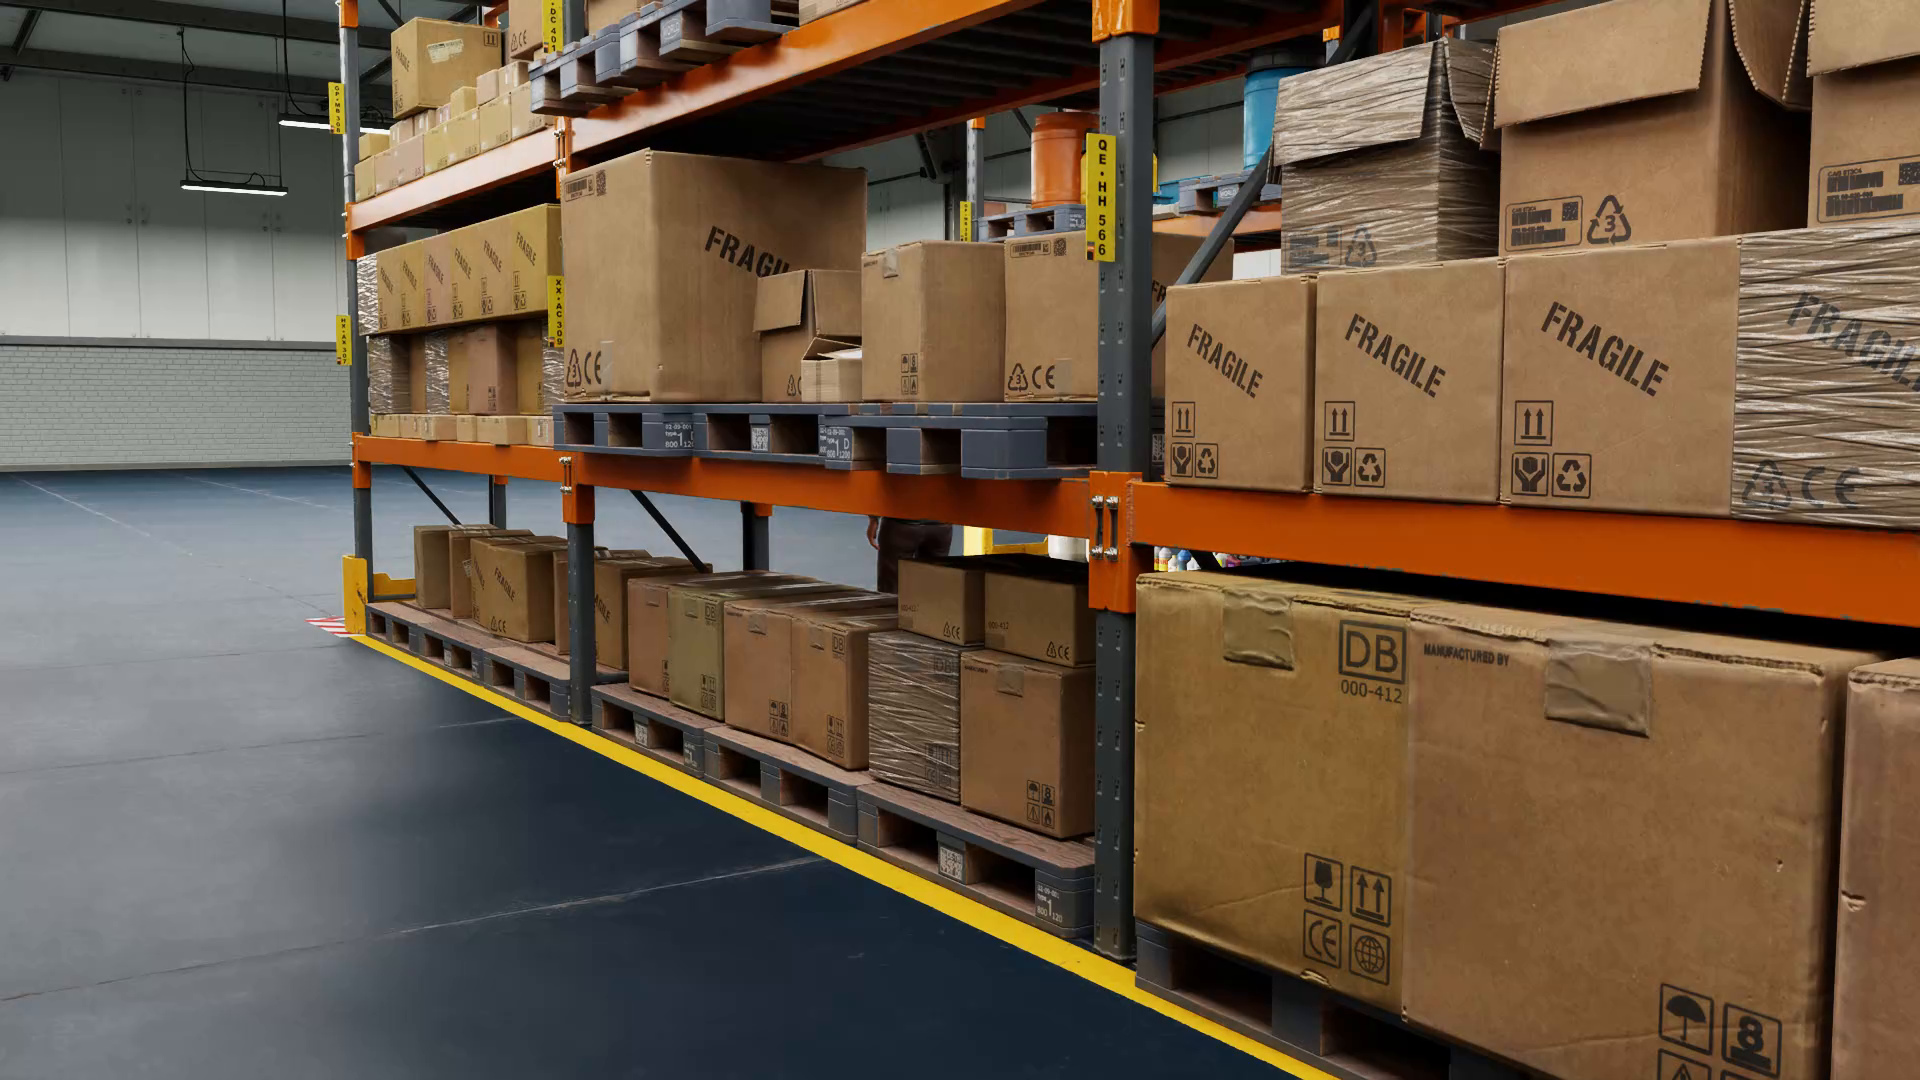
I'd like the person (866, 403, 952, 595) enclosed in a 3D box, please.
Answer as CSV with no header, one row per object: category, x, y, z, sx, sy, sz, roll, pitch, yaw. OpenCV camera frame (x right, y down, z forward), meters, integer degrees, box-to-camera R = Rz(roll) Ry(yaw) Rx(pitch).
person,-0.248,-0.089,9.079,0.583,1.719,0.424,-3,6,-37
